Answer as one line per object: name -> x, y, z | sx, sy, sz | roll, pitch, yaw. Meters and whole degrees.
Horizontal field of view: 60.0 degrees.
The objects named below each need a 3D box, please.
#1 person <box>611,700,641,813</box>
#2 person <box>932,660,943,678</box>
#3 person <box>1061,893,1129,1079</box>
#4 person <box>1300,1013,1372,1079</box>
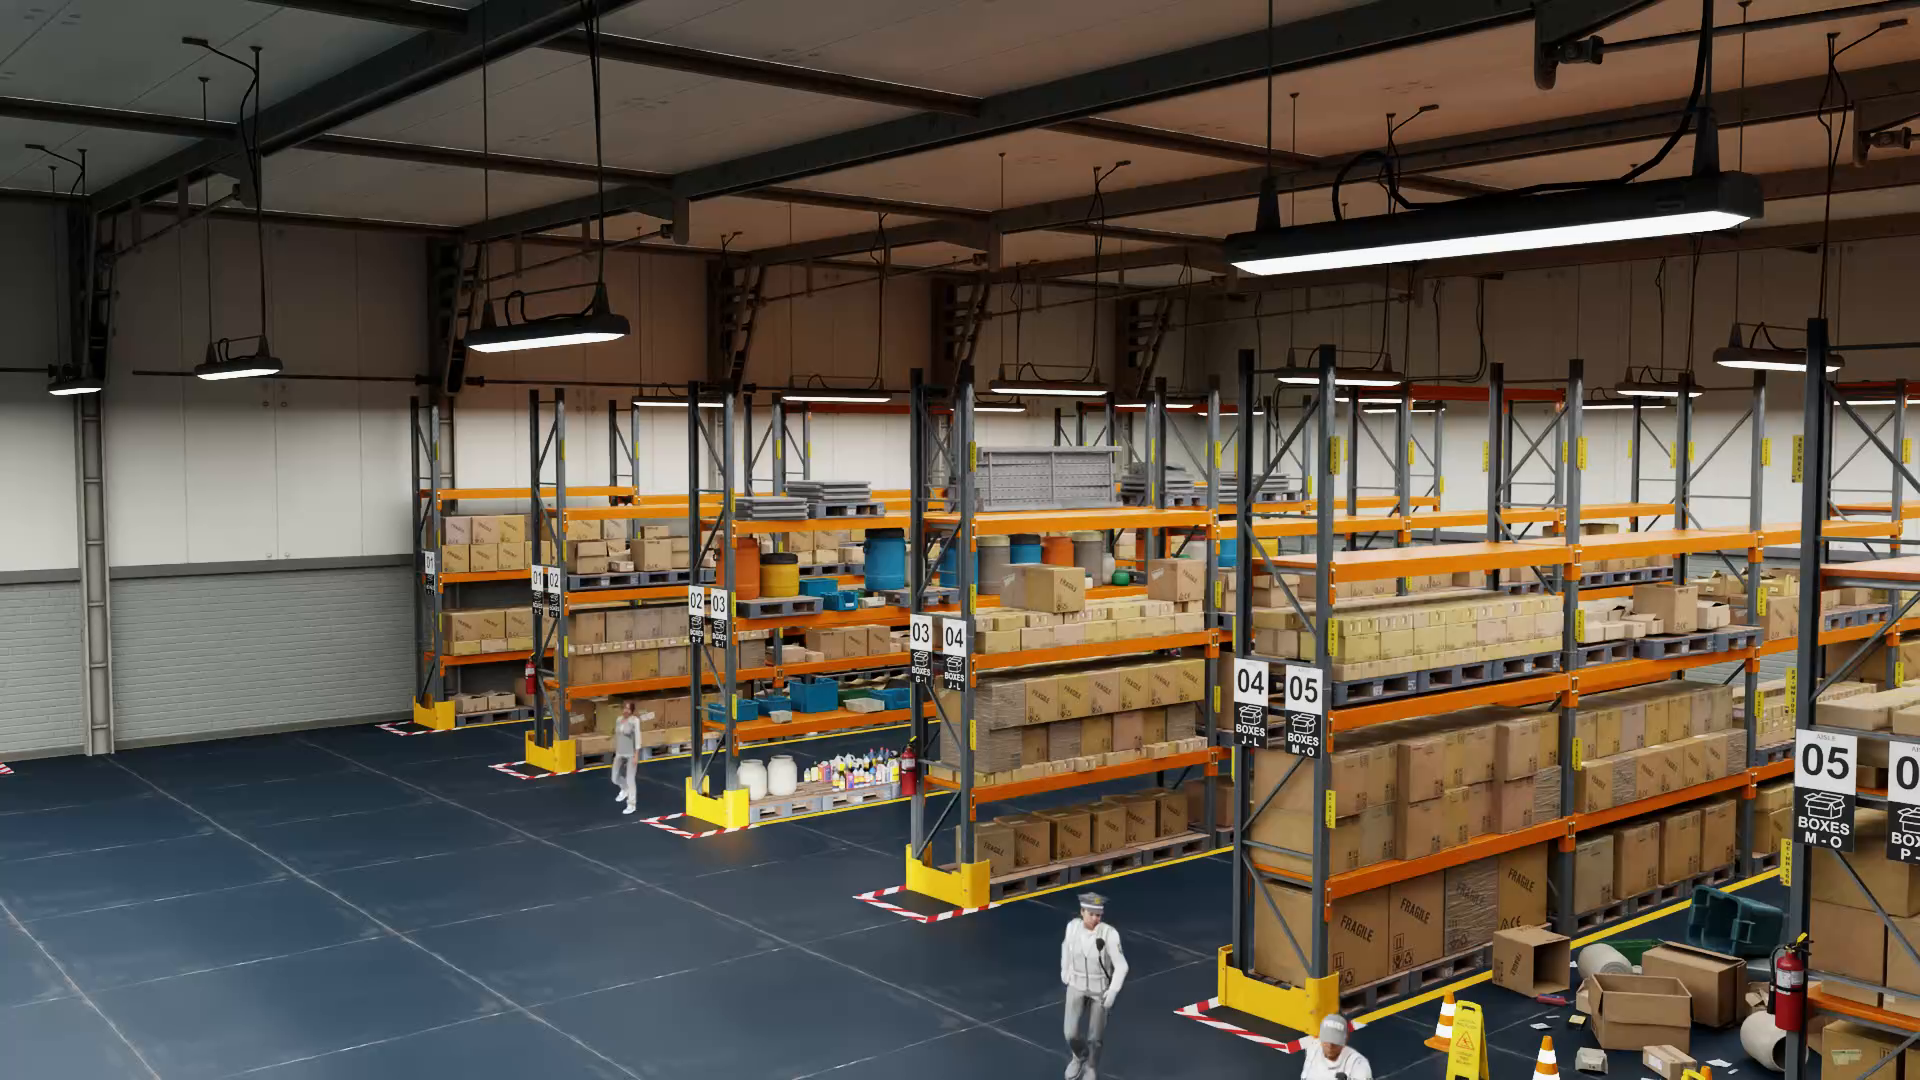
person -> -4.624, 2.998, 23.188 | 0.553, 1.588, 0.491 | 1, 4, 20
person -> -0.516, 2.219, 35.008 | 0.693, 1.790, 0.764 | 3, 4, 38
person -> 1.039, 3.567, 13.134 | 0.599, 1.610, 0.731 | 1, 3, 13
person -> 2.381, 3.735, 10.496 | 0.556, 1.606, 0.769 | 2, 4, 30
